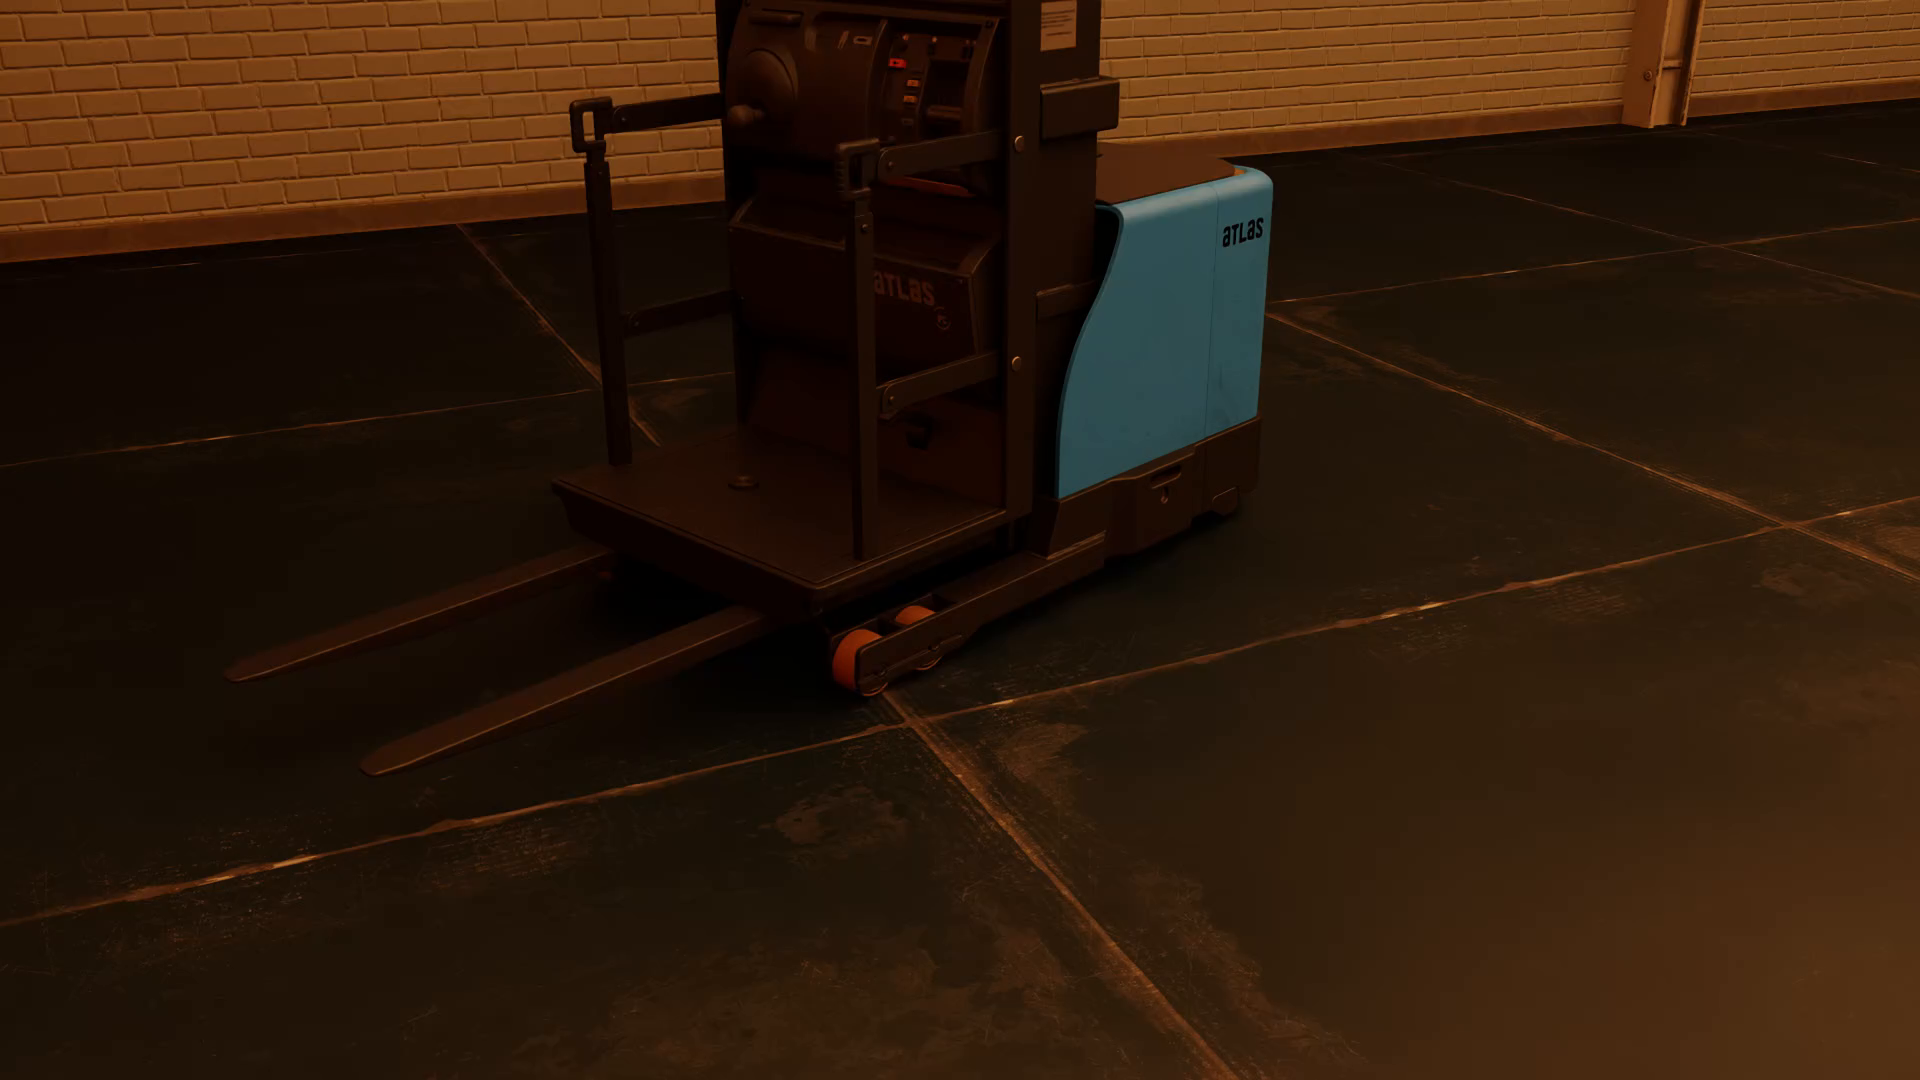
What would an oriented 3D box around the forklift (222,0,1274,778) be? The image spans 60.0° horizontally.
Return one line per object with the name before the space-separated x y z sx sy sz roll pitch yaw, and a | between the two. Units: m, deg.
forklift | -0.413 -1.182 4.131 1.130 2.935 3.031 19 29 39
